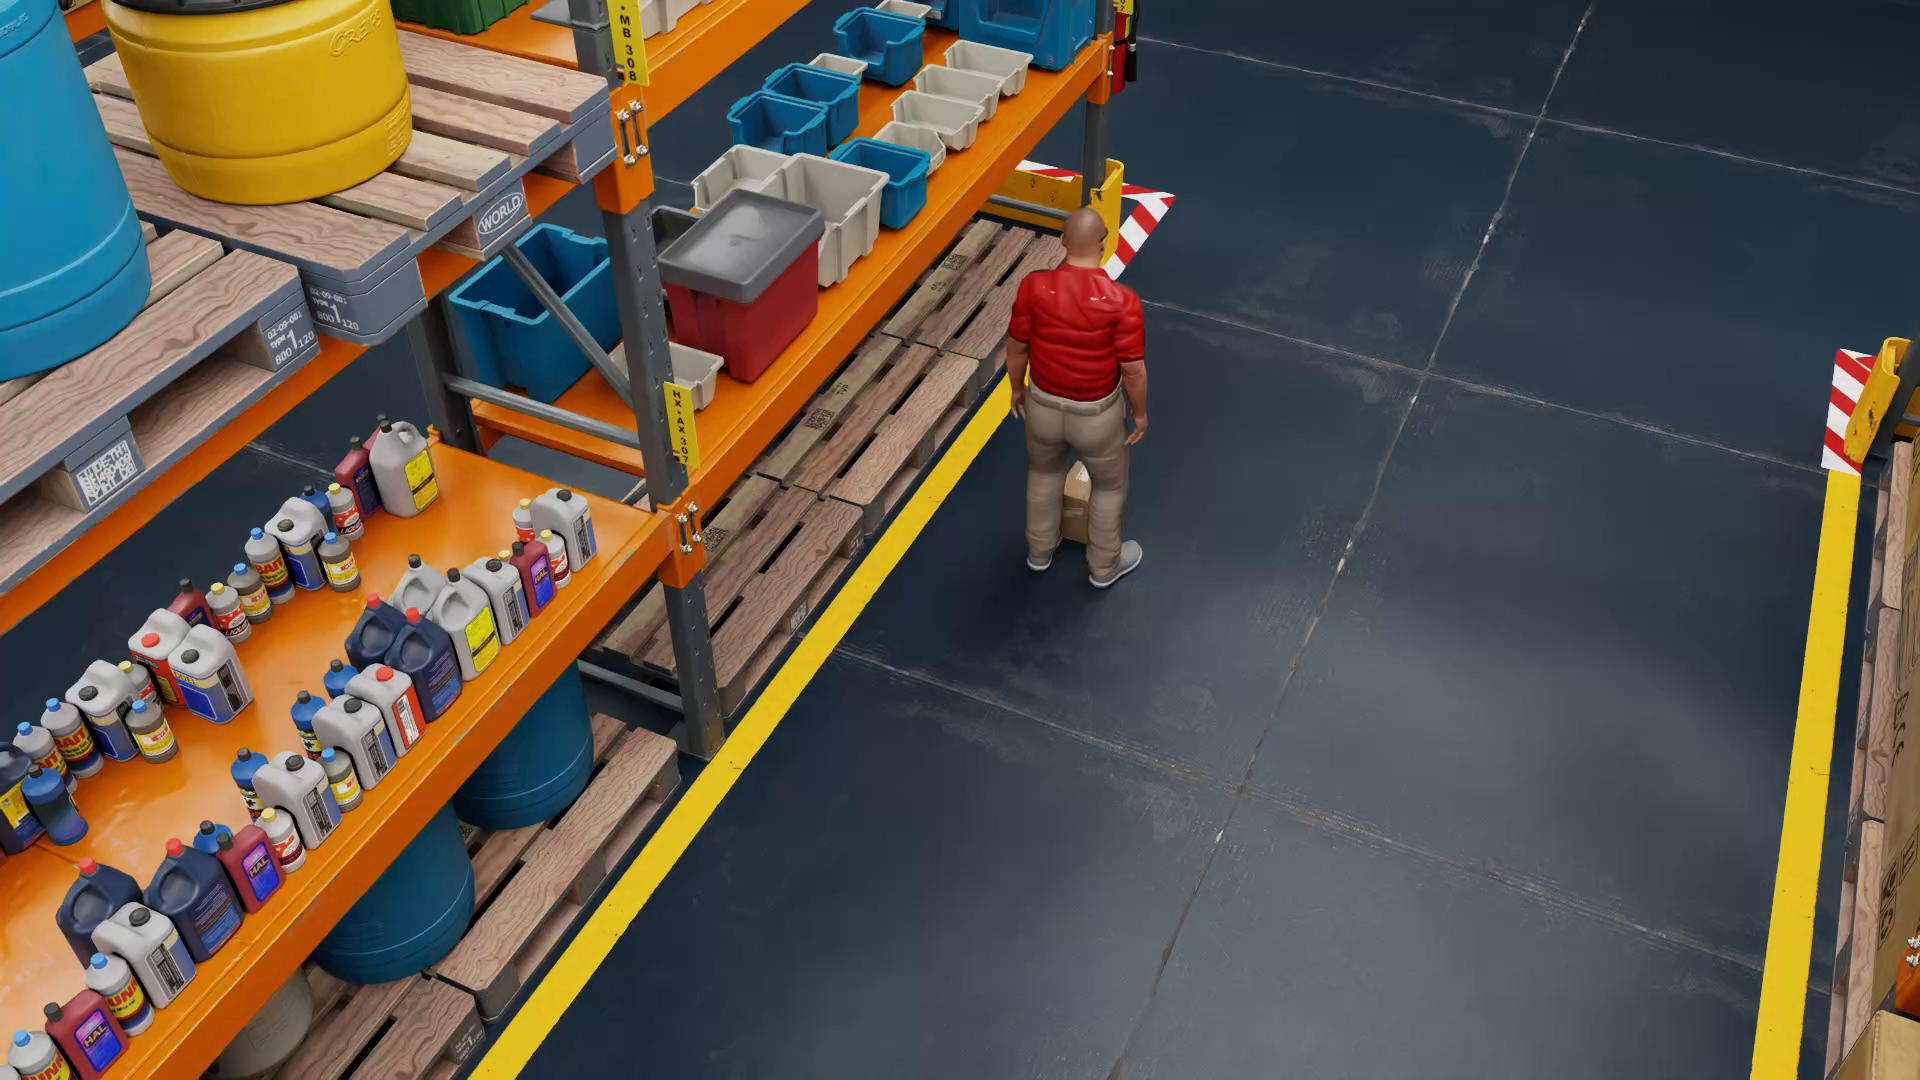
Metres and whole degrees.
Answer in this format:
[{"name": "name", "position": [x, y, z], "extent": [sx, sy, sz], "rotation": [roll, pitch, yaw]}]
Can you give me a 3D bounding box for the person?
[{"name": "person", "position": [0.490, -0.555, 6.792], "extent": [0.585, 1.727, 0.393], "rotation": [18, 45, 19]}]
